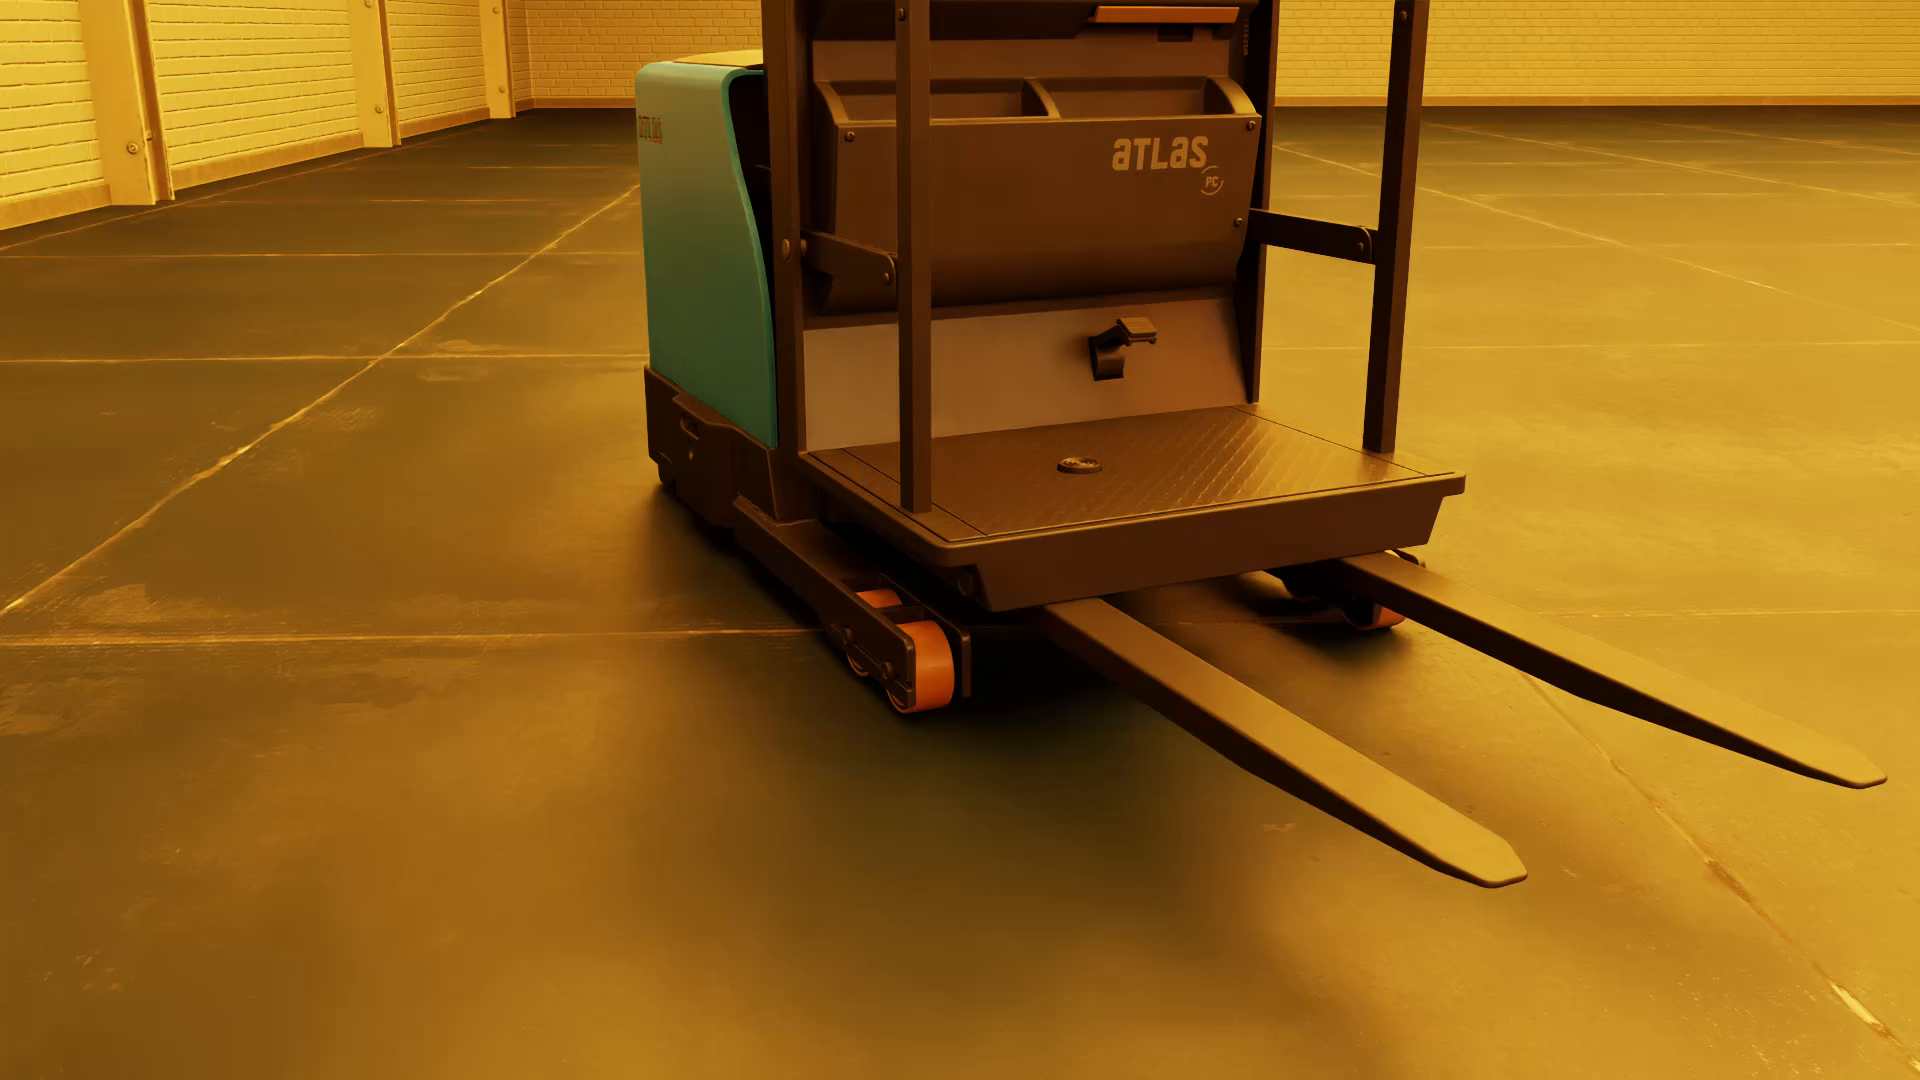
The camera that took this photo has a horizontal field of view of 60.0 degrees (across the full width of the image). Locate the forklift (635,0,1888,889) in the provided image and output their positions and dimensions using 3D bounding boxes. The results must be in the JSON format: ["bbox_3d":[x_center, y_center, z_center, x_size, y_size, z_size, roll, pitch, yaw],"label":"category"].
[{"bbox_3d":[0.258,-1.240,2.962,1.130,2.935,3.031,-8,19,-24],"label":"forklift"}]
